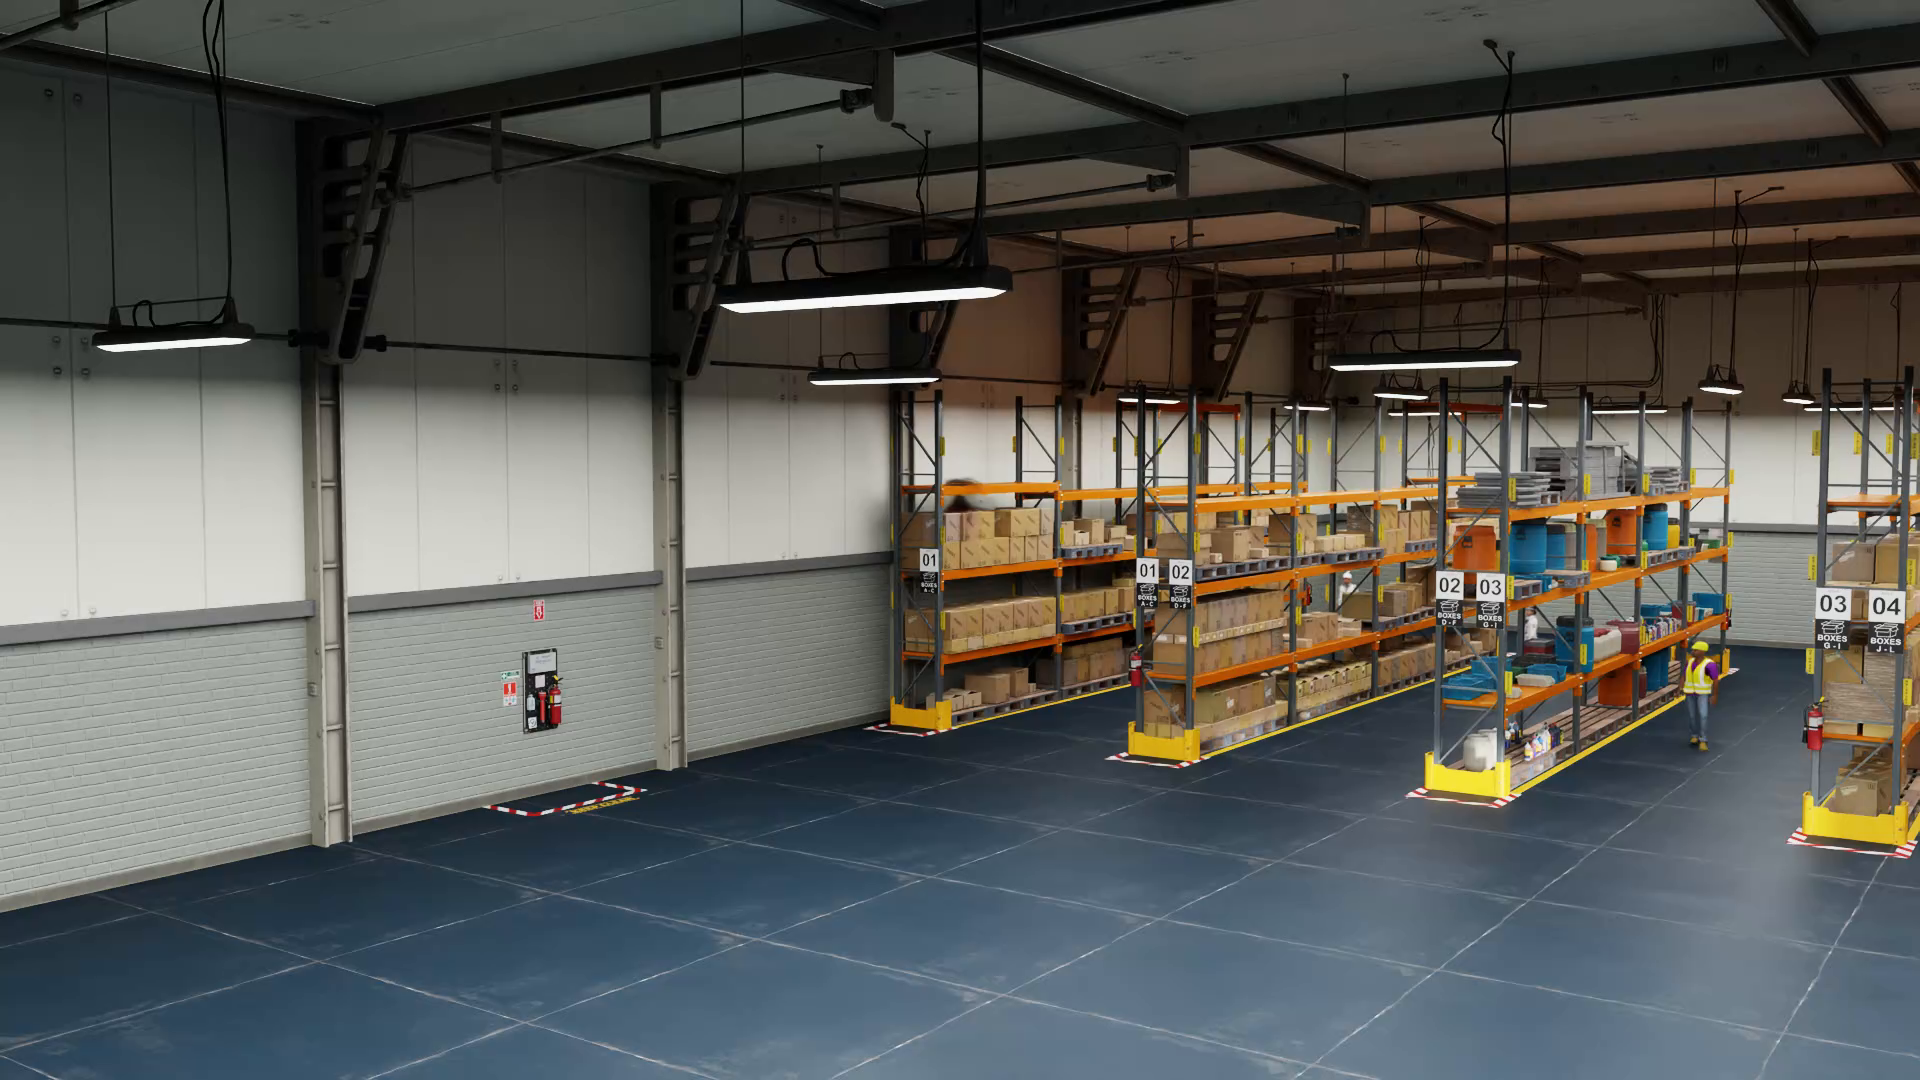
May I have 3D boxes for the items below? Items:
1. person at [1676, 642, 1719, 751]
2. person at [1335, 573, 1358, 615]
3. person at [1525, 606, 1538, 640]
[{"bbox_3d":[12.234,2.560,27.599,0.636,1.739,0.875,2,4,36],"label":"person"},{"bbox_3d":[9.959,1.728,42.729,0.576,1.768,0.686,0,3,5],"label":"person"},{"bbox_3d":[11.977,2.185,34.950,0.328,1.690,0.501,1,3,17],"label":"person"}]
